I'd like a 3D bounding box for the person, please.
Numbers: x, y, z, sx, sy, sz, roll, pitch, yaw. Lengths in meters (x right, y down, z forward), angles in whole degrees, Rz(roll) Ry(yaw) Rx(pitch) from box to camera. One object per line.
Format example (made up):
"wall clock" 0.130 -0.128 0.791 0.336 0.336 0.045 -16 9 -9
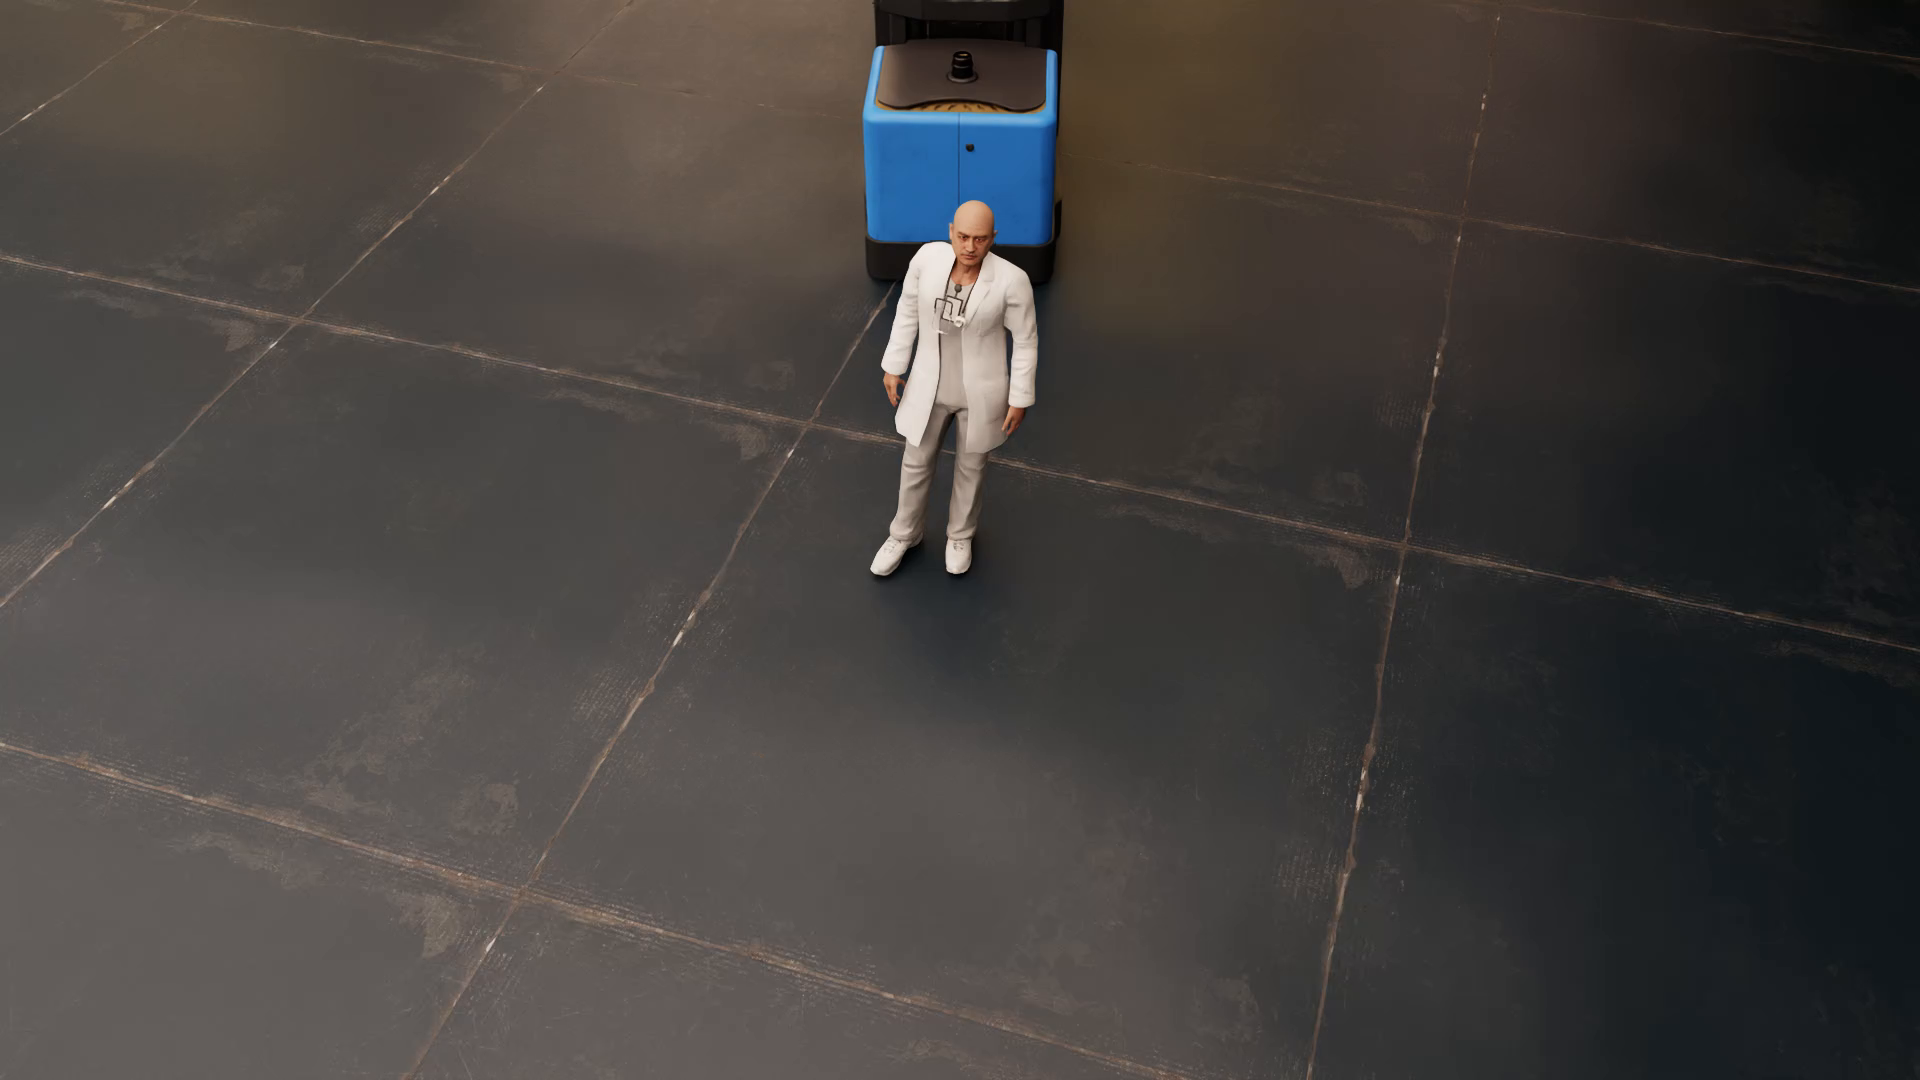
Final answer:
"person" -0.031 -0.597 7.167 0.696 1.778 0.578 12 44 13

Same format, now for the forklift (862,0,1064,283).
"forklift" 0.065 -3.497 9.448 1.130 2.935 3.031 2 43 2
